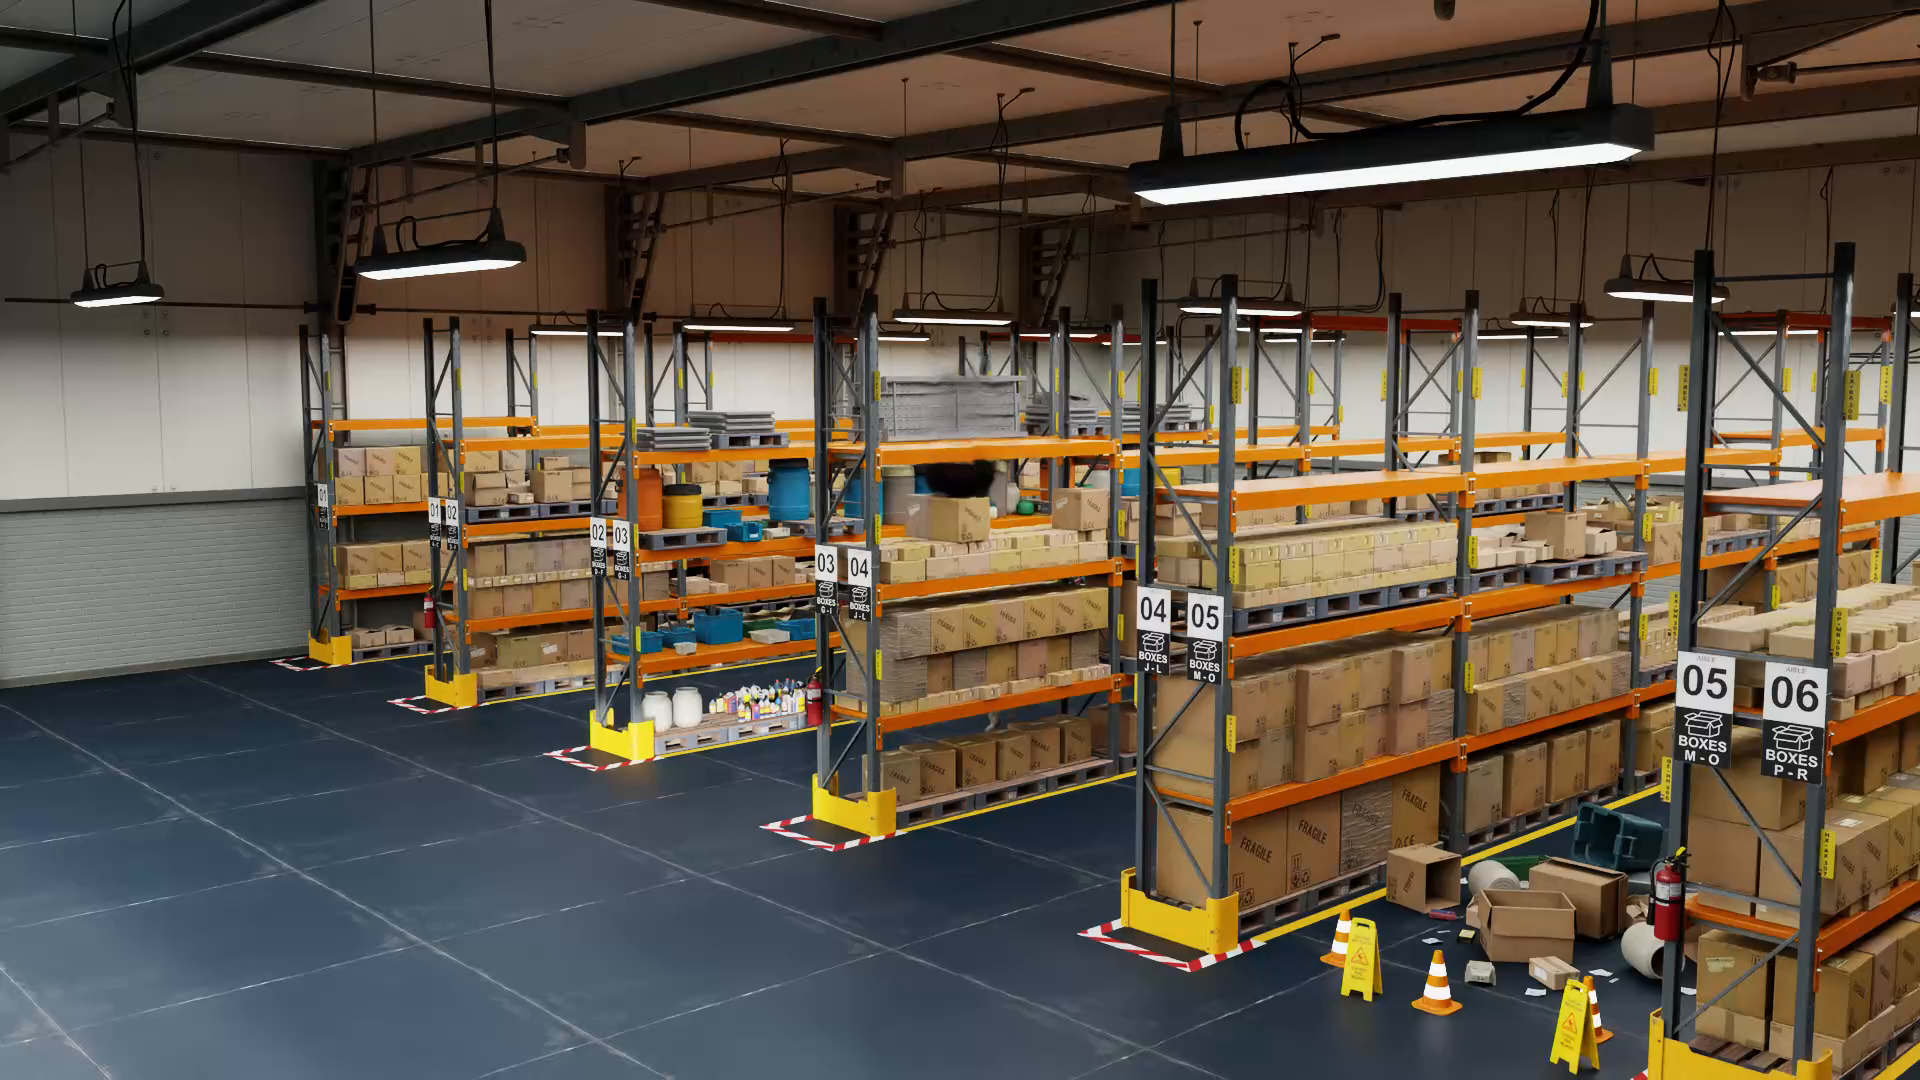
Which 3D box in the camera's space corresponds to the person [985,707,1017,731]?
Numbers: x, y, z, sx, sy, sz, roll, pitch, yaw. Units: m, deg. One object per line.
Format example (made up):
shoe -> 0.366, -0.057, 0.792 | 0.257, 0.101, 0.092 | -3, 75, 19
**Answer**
person -> 0.534, 1.915, 24.029 | 0.665, 1.688, 0.578 | 5, 8, 41
